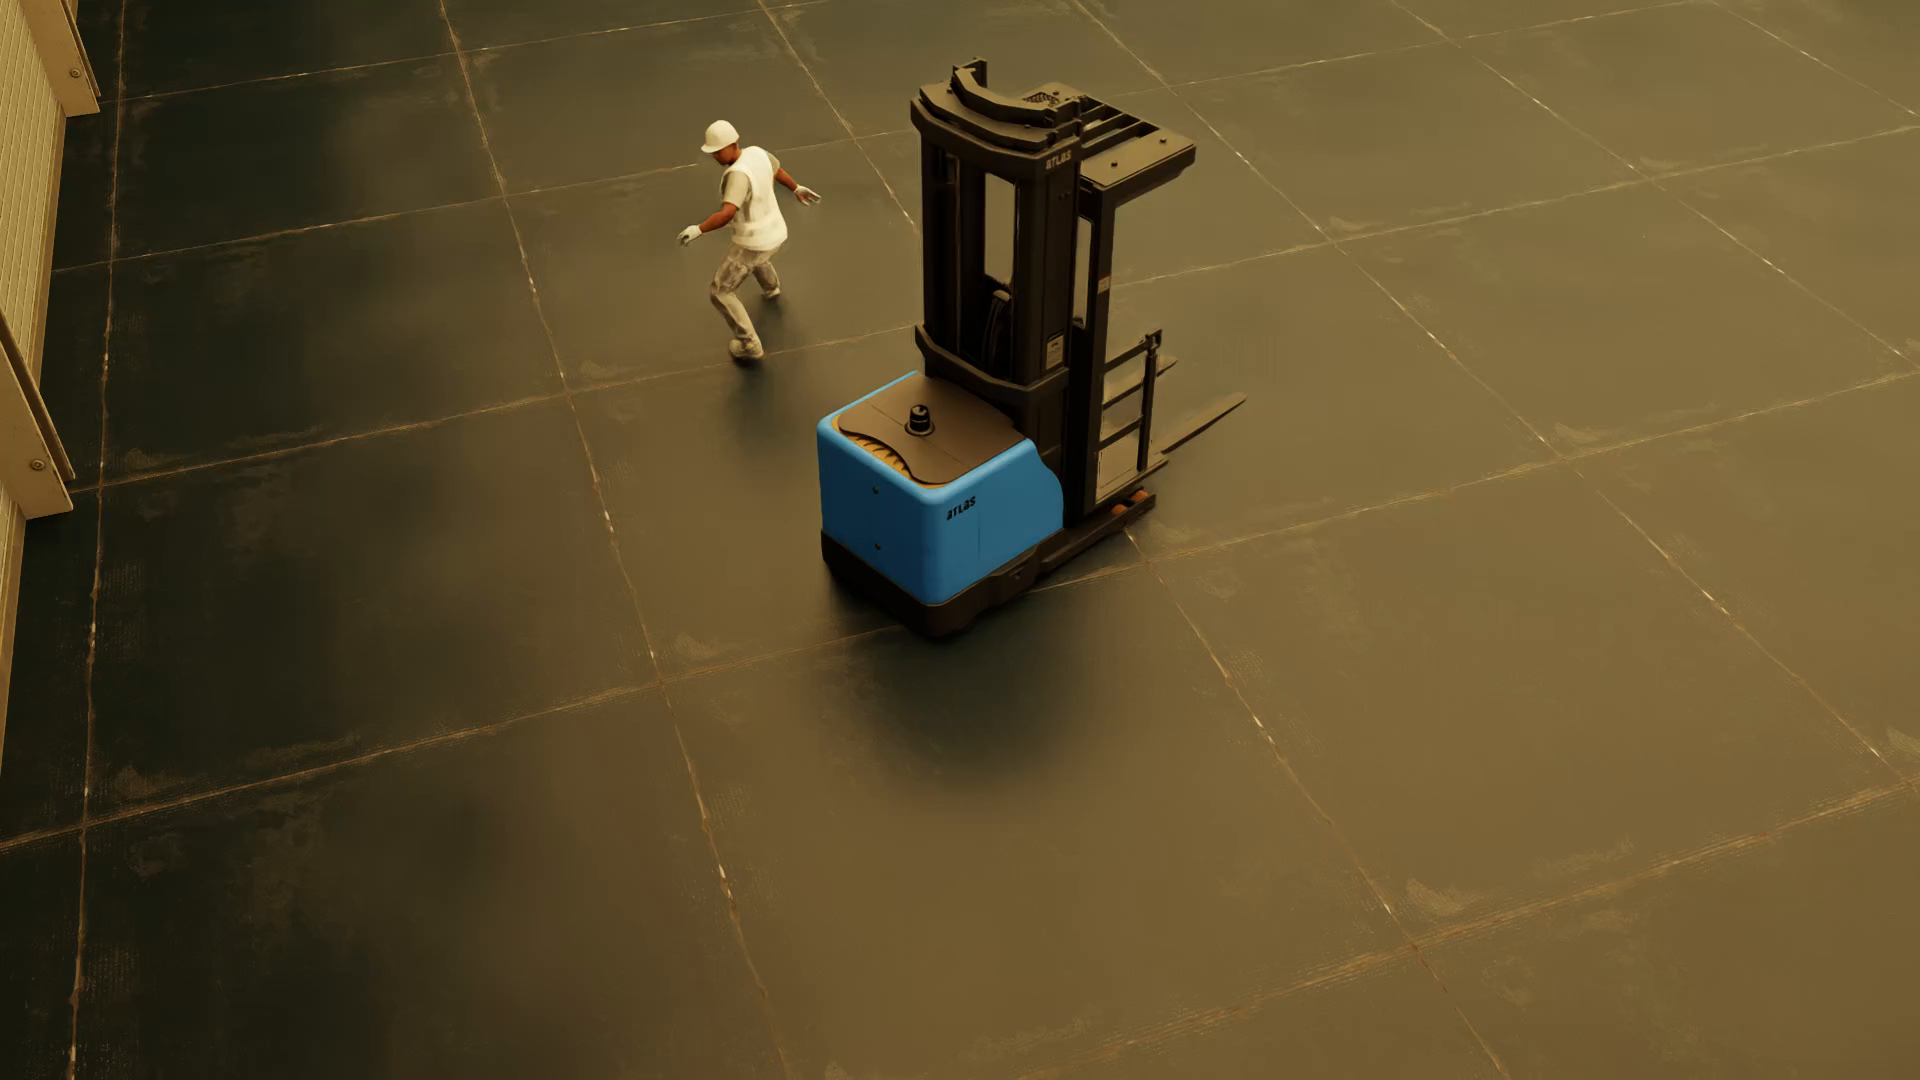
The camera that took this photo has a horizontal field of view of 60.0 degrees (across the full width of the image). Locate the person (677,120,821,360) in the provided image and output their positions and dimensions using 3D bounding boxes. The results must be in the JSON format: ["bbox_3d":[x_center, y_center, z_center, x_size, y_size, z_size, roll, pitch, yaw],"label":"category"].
[{"bbox_3d":[-1.457,-2.129,11.649,0.583,1.733,1.147,13,42,16],"label":"person"}]

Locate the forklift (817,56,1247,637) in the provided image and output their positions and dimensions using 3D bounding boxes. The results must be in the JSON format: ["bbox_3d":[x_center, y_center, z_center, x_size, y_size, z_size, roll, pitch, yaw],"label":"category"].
[{"bbox_3d":[0.587,-1.398,9.662,3.031,2.935,1.130,-31,49,-32],"label":"forklift"}]
